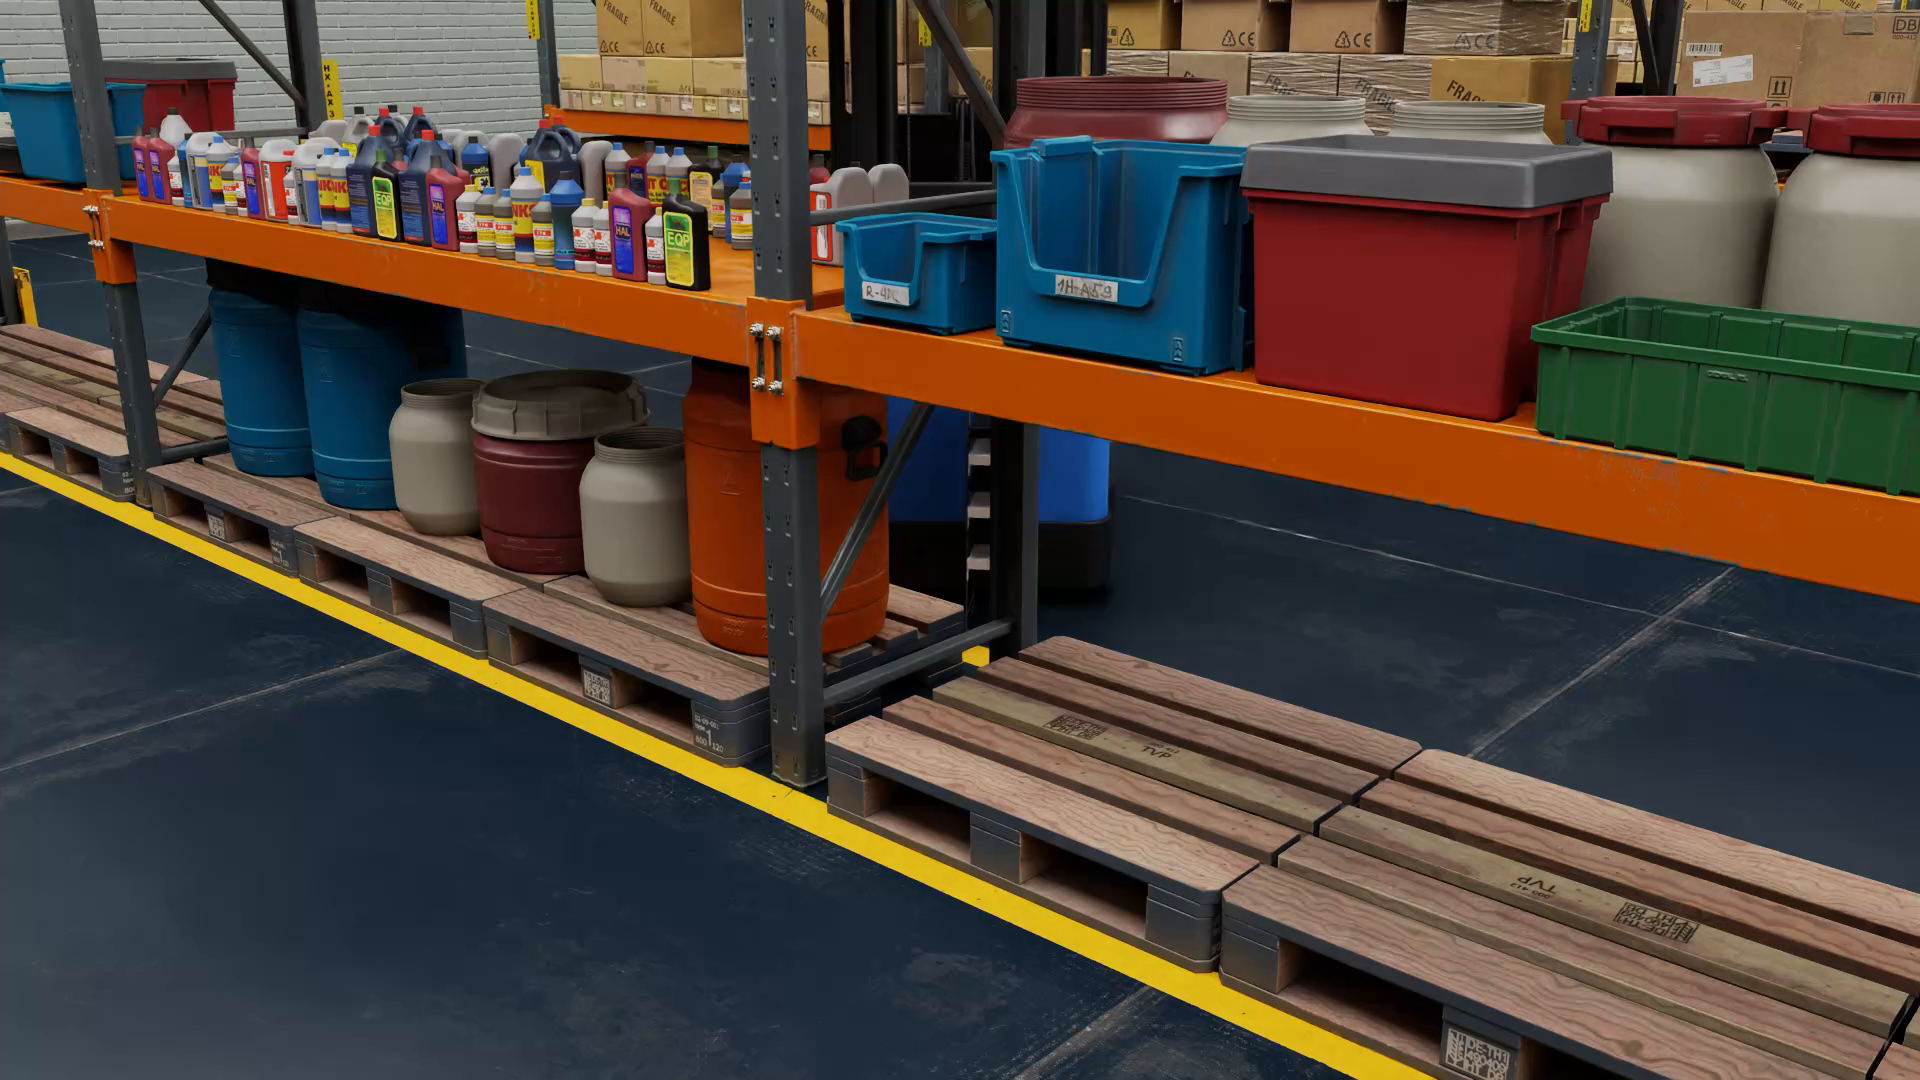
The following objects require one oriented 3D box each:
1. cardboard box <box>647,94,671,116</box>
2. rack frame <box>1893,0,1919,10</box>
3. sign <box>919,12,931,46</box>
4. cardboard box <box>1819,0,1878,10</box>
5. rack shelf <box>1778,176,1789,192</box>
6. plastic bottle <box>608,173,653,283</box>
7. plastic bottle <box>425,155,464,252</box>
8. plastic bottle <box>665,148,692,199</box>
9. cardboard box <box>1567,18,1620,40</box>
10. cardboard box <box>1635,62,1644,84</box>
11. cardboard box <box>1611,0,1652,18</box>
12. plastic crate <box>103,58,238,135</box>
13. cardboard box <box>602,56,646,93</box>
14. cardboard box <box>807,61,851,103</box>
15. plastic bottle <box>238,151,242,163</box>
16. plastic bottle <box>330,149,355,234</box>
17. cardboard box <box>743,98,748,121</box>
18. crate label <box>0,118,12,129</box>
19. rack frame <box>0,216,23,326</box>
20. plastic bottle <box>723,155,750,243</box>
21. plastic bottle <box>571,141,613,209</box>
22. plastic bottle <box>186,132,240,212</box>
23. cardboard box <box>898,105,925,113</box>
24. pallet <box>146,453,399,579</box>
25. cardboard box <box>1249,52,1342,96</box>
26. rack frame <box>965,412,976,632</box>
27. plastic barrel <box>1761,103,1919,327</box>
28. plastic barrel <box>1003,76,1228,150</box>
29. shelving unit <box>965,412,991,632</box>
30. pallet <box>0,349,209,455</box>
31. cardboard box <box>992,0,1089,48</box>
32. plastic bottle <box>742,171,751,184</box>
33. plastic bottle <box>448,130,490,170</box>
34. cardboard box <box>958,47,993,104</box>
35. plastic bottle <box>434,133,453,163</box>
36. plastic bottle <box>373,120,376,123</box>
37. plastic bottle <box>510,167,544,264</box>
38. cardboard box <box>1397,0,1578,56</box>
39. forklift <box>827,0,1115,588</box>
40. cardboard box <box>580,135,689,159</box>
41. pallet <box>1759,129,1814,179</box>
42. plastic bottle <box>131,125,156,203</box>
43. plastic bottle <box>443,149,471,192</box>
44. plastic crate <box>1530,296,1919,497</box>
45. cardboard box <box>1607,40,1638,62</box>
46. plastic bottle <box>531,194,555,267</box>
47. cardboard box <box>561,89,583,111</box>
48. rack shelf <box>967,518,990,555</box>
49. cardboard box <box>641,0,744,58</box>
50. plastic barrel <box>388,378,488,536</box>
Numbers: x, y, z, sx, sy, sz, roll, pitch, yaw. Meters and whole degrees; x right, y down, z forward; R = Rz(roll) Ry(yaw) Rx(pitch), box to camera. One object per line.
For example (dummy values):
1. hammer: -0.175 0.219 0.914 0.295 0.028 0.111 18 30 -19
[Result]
1. cardboard box: -2.017 -3.131 11.935 0.250 0.149 0.380 14 23 38
2. rack frame: 6.518 -3.099 11.417 0.127 3.000 1.000 15 23 39
3. sign: -0.209 -3.124 9.936 0.005 0.325 0.100 15 23 39
4. cardboard box: 8.412 -5.010 15.622 0.500 0.500 0.500 15 23 39
5. rack shelf: 4.646 -1.252 6.788 4.000 0.370 1.077 15 23 39
6. plastic bottle: -0.896 -0.852 4.529 0.133 0.283 0.061 15 23 39
7. plastic bottle: -1.578 -1.035 5.106 0.133 0.283 0.061 15 23 39
8. plastic bottle: -0.933 -1.170 5.553 0.097 0.271 0.097 0 18 0
9. cardboard box: 4.688 -3.770 12.269 0.250 0.149 0.380 16 24 41
10. cardboard box: 5.081 -3.381 12.026 0.250 0.149 0.380 14 22 37
11. cardboard box: 6.875 -5.413 16.891 0.500 0.500 0.500 15 23 40
12. plastic crate: -3.630 -1.974 7.669 0.583 0.464 0.402 15 23 39
13. cardboard box: -2.260 -3.413 12.163 0.500 0.250 0.500 15 23 39
14. cardboard box: -0.734 -3.003 10.871 0.500 0.250 0.500 16 24 41
15. plastic bottle: -2.693 -1.364 6.279 0.097 0.201 0.097 0 18 0
16. plastic bottle: -2.028 -1.157 5.512 0.097 0.271 0.097 0 18 0
17. cardboard box: -1.248 -2.925 11.286 0.250 0.149 0.380 15 23 38
18. crate label: -4.959 -2.151 8.767 0.243 0.136 0.396 15 23 39
19. rack frame: -6.121 -2.482 9.475 0.127 3.000 1.000 15 23 39
20. plastic bottle: -0.701 -1.083 5.280 0.097 0.271 0.097 0 18 0
21. plastic bottle: -1.284 -1.256 5.814 0.135 0.276 0.152 15 23 39
22. plastic bottle: -2.762 -1.368 6.167 0.135 0.276 0.152 15 23 39
23. cardboard box: -0.287 -2.667 10.473 0.250 0.149 0.380 15 23 40
24. pallet: -2.580 -0.186 6.848 1.213 0.211 1.003 15 23 39
25. cardboard box: 1.857 -2.292 8.711 0.500 0.500 0.500 14 22 38
26. rack frame: 0.037 -0.144 5.559 0.006 0.900 0.240 3 19 6
27. plastic barrel: 1.736 -0.527 3.088 0.433 0.535 0.433 0 18 0
28. plastic barrel: 0.411 -0.916 4.316 0.708 0.536 0.600 15 23 39
29. shelving unit: 0.138 -0.139 5.548 0.210 0.900 0.258 3 19 6
30. pallet: -4.621 -0.734 8.576 1.213 0.211 1.003 15 23 39
31. cardboard box: 0.642 -3.199 9.910 0.637 0.503 0.797 14 23 38
32. plastic bottle: -0.592 -1.070 5.229 0.135 0.276 0.152 15 23 39
33. plastic bottle: -1.869 -1.413 6.309 0.135 0.276 0.152 15 23 39
34. cardboard box: 0.337 -2.699 9.991 0.500 0.500 0.500 15 23 39
35. plastic bottle: -1.937 -1.378 6.209 0.097 0.271 0.097 0 18 0
36. plastic bottle: -2.416 -1.582 6.829 0.133 0.283 0.061 15 23 39
37. plastic bottle: -1.261 -0.951 4.863 0.097 0.271 0.097 0 18 0
38. cardboard box: 2.614 -2.673 8.252 0.637 0.503 0.797 16 24 41
39. forklift: 0.034 -1.618 6.865 1.130 2.935 3.031 0 18 1
40. cardboard box: -2.301 -2.680 12.916 0.875 0.875 0.875 15 23 39
41. pallet: 3.754 -1.786 7.599 1.003 0.211 1.213 15 23 39
42. plastic bottle: -3.138 -1.454 6.426 0.133 0.283 0.061 15 23 39
43. plastic bottle: -1.620 -1.104 5.326 0.133 0.283 0.061 15 23 39
44. plastic crate: 1.365 -0.258 2.816 0.662 0.188 0.450 15 23 39
45. cardboard box: 4.880 -3.576 12.149 0.250 0.149 0.380 16 23 41
46. plastic bottle: -1.188 -0.898 4.812 0.097 0.201 0.097 0 18 0
47. cardboard box: -2.787 -3.337 12.584 0.250 0.149 0.380 15 23 40
48. rack shelf: 0.137 -0.023 5.588 0.200 0.077 0.258 3 19 6
49. cardboard box: -1.888 -3.670 11.734 0.500 0.500 0.500 14 23 38
50. plastic barrel: -1.841 -0.305 6.032 0.421 0.512 0.421 0 18 0
